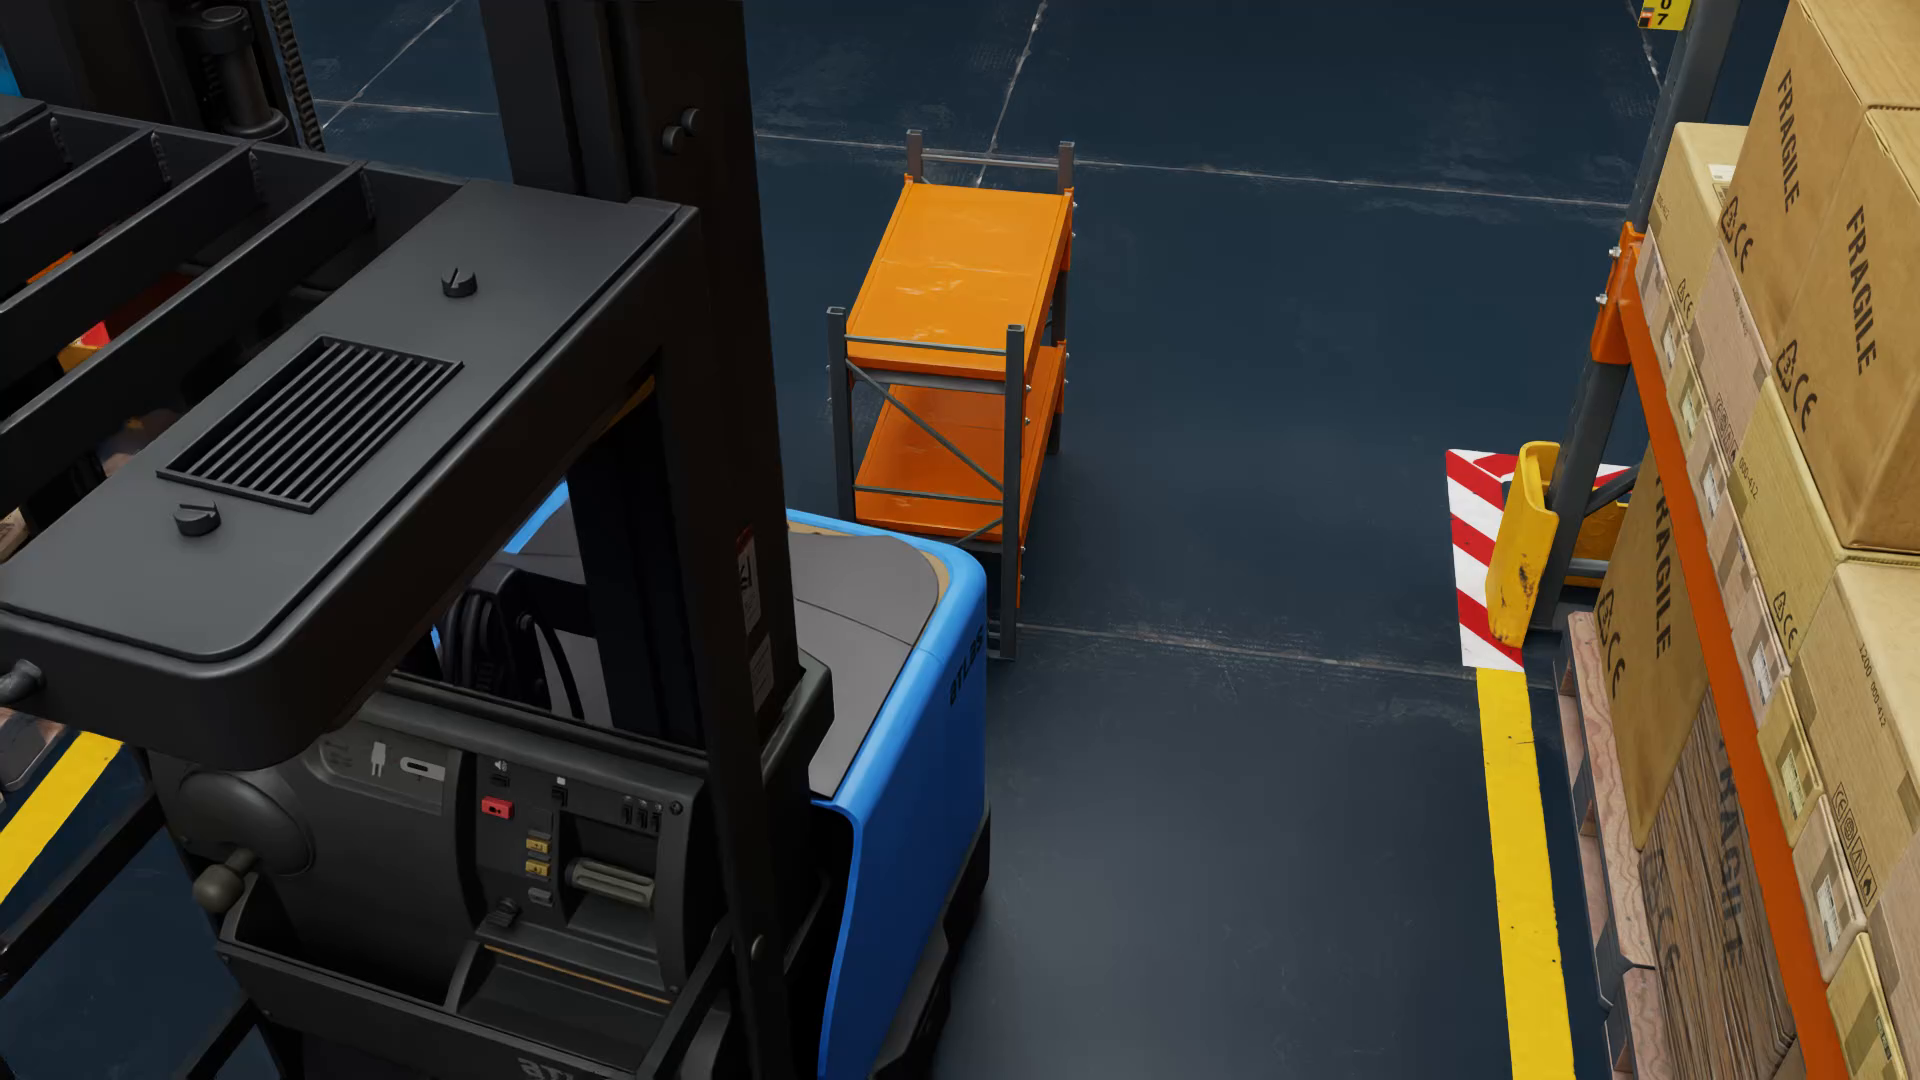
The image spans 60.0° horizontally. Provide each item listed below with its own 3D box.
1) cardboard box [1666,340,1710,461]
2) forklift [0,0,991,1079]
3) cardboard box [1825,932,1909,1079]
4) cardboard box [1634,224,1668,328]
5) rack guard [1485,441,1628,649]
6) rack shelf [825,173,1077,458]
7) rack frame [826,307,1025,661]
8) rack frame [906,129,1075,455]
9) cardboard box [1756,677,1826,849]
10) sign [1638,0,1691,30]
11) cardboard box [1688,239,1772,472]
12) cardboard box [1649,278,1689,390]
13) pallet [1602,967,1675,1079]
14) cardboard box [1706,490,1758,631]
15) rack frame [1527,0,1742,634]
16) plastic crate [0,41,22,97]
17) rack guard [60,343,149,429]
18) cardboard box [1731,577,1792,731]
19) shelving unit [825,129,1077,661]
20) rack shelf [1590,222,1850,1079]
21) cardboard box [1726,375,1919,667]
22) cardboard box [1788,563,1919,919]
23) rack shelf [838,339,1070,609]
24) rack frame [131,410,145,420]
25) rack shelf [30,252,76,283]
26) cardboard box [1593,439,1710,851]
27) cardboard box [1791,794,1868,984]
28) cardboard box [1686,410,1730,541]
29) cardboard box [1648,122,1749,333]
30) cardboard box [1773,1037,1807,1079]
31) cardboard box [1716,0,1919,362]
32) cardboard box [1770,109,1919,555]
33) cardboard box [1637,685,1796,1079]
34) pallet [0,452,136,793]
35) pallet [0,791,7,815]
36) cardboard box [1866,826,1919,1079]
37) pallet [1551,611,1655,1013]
[{"bbox_3d":[1.687,-0.271,3.421,0.380,0.149,0.250,6,40,7],"label":"cardboard box"},{"bbox_3d":[-0.889,0.507,2.336,1.130,2.935,3.031,12,41,15],"label":"forklift"},{"bbox_3d":[1.421,0.697,2.250,0.380,0.149,0.250,6,40,7],"label":"cardboard box"},{"bbox_3d":[1.774,-0.593,3.810,0.380,0.149,0.250,7,40,8],"label":"cardboard box"},{"bbox_3d":[2.165,0.072,4.770,1.175,0.500,0.348,6,40,8],"label":"rack guard"},{"bbox_3d":[0.001,-0.663,4.710,0.538,0.278,1.000,6,40,8],"label":"rack shelf"},{"bbox_3d":[-0.087,-0.119,4.511,0.500,1.125,0.032,6,40,8],"label":"rack frame"},{"bbox_3d":[0.089,-0.757,5.283,0.500,1.125,0.032,6,40,8],"label":"rack frame"},{"bbox_3d":[1.509,0.373,2.642,0.380,0.149,0.250,5,40,7],"label":"cardboard box"},{"bbox_3d":[1.615,-1.305,3.733,0.100,0.325,0.005,6,40,8],"label":"sign"},{"bbox_3d":[1.728,-0.334,3.185,0.500,0.250,0.500,6,40,7],"label":"cardboard box"},{"bbox_3d":[1.731,-0.432,3.615,0.380,0.149,0.250,6,40,7],"label":"cardboard box"},{"bbox_3d":[1.886,1.472,3.303,1.003,0.211,1.213,6,40,8],"label":"pallet"},{"bbox_3d":[1.598,0.052,3.030,0.380,0.149,0.250,6,40,7],"label":"cardboard box"},{"bbox_3d":[2.161,-0.876,3.956,1.000,3.000,0.127,6,40,8],"label":"rack frame"},{"bbox_3d":[-2.592,-1.228,4.307,0.616,0.435,0.499,6,40,8],"label":"plastic crate"},{"bbox_3d":[-2.726,-0.475,5.433,1.175,0.500,0.348,6,40,8],"label":"rack guard"},{"bbox_3d":[1.554,0.214,2.834,0.380,0.149,0.250,6,40,7],"label":"cardboard box"},{"bbox_3d":[0.001,-0.438,4.897,0.538,1.125,1.048,6,40,8],"label":"shelving unit"},{"bbox_3d":[1.815,0.656,2.667,1.077,0.370,4.000,6,40,8],"label":"rack shelf"},{"bbox_3d":[1.638,-0.020,2.804,0.500,0.250,0.500,5,40,6],"label":"cardboard box"},{"bbox_3d":[1.553,0.308,2.407,0.500,0.250,0.500,6,40,7],"label":"cardboard box"},{"bbox_3d":[0.001,-0.249,5.053,0.538,0.278,1.000,6,40,8],"label":"rack shelf"},{"bbox_3d":[-2.718,-1.422,4.616,1.000,3.000,0.127,6,40,8],"label":"rack frame"},{"bbox_3d":[-3.064,0.110,3.327,1.077,0.370,4.000,6,40,8],"label":"rack shelf"},{"bbox_3d":[2.129,0.191,4.002,0.875,0.875,0.875,6,40,8],"label":"cardboard box"},{"bbox_3d":[1.466,0.537,2.443,0.380,0.149,0.250,7,40,8],"label":"cardboard box"},{"bbox_3d":[1.643,-0.107,3.223,0.380,0.149,0.250,6,40,7],"label":"cardboard box"},{"bbox_3d":[1.812,-0.661,3.580,0.500,0.250,0.500,5,40,6],"label":"cardboard box"},{"bbox_3d":[1.817,1.321,2.636,0.875,0.875,0.875,6,40,8],"label":"cardboard box"},{"bbox_3d":[1.725,-0.637,2.962,0.500,0.500,0.500,5,40,7],"label":"cardboard box"},{"bbox_3d":[1.641,-0.311,2.568,0.500,0.500,0.500,5,40,6],"label":"cardboard box"},{"bbox_3d":[1.971,0.763,3.312,0.875,0.875,0.875,6,40,8],"label":"cardboard box"},{"bbox_3d":[-2.899,0.166,4.884,1.003,0.211,1.213,6,40,8],"label":"pallet"},{"bbox_3d":[-3.112,0.929,3.961,1.003,0.211,1.213,6,40,8],"label":"pallet"},{"bbox_3d":[1.462,0.626,2.023,0.500,0.250,0.500,7,40,9],"label":"cardboard box"},{"bbox_3d":[2.099,0.709,4.227,1.003,0.211,1.213,6,40,8],"label":"pallet"}]
